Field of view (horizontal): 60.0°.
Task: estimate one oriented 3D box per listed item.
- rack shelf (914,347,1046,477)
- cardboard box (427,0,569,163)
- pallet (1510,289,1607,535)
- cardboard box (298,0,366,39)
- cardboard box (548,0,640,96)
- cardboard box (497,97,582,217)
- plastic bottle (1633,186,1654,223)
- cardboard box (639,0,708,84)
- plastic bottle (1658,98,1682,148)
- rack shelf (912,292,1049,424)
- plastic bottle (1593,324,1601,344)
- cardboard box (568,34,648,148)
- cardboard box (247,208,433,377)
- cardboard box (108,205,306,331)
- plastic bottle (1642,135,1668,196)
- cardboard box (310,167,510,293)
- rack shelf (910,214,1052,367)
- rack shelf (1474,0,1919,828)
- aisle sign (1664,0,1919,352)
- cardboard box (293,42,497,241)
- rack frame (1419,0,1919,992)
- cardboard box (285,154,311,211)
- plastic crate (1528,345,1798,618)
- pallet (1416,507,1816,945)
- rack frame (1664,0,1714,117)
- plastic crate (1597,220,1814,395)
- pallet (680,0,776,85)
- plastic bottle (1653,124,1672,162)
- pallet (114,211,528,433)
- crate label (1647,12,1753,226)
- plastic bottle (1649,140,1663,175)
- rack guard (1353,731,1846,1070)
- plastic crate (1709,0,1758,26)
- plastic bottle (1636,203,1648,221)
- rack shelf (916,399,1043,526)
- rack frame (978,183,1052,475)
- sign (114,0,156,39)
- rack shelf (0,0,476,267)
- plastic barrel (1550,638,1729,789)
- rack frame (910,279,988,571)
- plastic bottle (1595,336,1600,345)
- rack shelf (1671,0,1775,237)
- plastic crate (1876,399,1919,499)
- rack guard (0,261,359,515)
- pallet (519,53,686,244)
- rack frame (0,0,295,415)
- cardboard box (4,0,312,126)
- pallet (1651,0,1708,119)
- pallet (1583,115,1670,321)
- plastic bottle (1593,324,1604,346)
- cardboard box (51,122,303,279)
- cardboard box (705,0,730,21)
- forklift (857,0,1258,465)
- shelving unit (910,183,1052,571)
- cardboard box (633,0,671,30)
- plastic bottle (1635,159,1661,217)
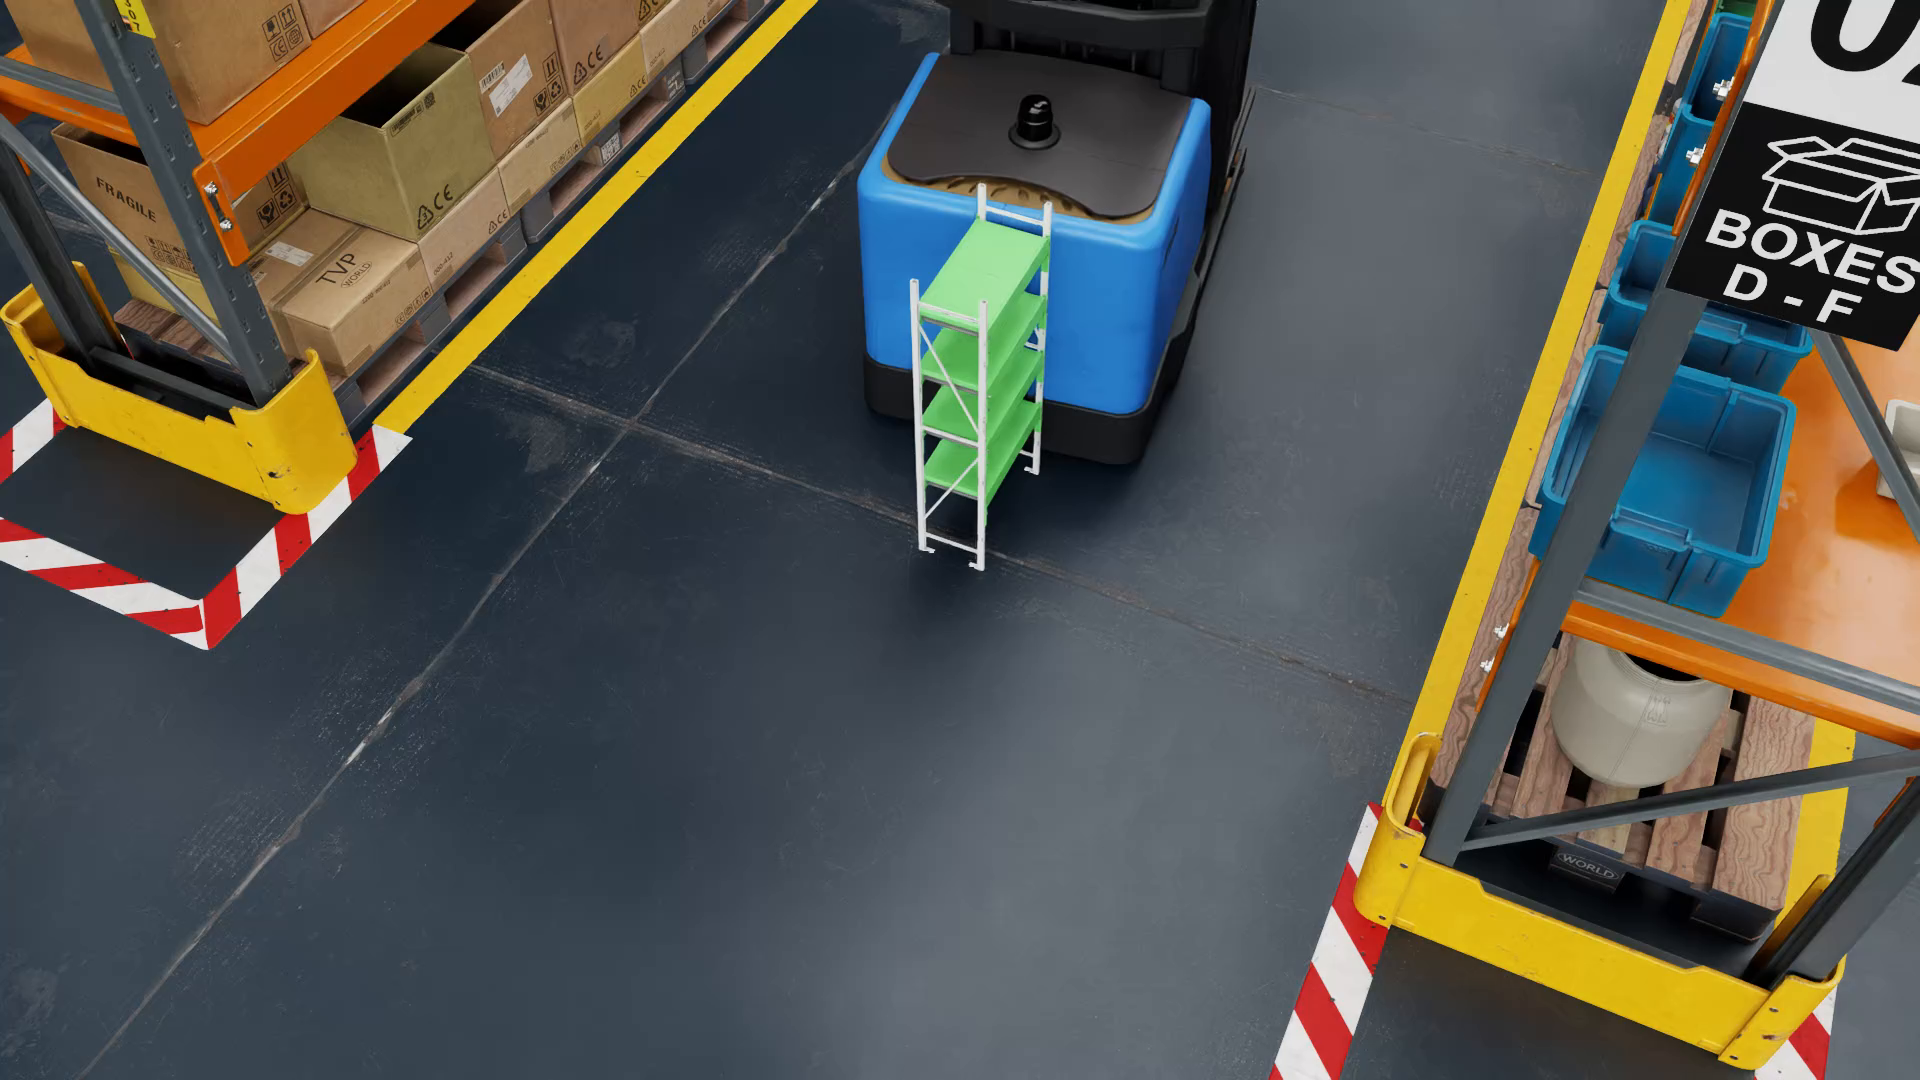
[{"bbox_3d":[0.070,-0.454,5.431,0.258,0.148,0.480,19,52,16],"label":"rack shelf"},{"bbox_3d":[-1.895,-1.847,6.390,0.500,0.500,0.500,20,52,16],"label":"cardboard box"},{"bbox_3d":[2.602,-0.313,5.878,1.003,0.211,1.213,20,52,16],"label":"pallet"},{"bbox_3d":[-2.308,-2.082,5.486,0.700,0.500,0.500,21,53,17],"label":"cardboard box"},{"bbox_3d":[-1.665,-2.186,6.678,0.500,0.500,0.500,20,52,16],"label":"cardboard box"},{"bbox_3d":[-1.884,-1.601,6.672,0.500,0.250,0.500,20,52,16],"label":"cardboard box"},{"bbox_3d":[2.646,-1.242,6.288,0.144,0.351,0.185,18,52,15],"label":"plastic bottle"},{"bbox_3d":[-1.453,-2.288,7.257,0.500,0.250,0.500,20,52,16],"label":"cardboard box"},{"bbox_3d":[2.914,-1.691,6.722,0.097,0.271,0.097,0,50,0],"label":"plastic bottle"},{"bbox_3d":[0.069,-0.610,5.249,0.258,0.148,0.480,19,52,16],"label":"rack shelf"},{"bbox_3d":[2.385,-0.822,5.930,0.144,0.351,0.185,22,53,18],"label":"plastic bottle"},{"bbox_3d":[-1.666,-1.943,6.964,0.500,0.250,0.500,20,52,16],"label":"cardboard box"},{"bbox_3d":[-2.309,-0.911,6.085,0.500,0.250,0.500,20,52,16],"label":"cardboard box"},{"bbox_3d":[-2.777,-1.079,6.229,0.500,0.250,0.500,20,52,16],"label":"cardboard box"},{"bbox_3d":[2.801,-1.461,6.523,0.152,0.276,0.135,22,53,17],"label":"plastic bottle"},{"bbox_3d":[-2.098,-1.256,6.379,0.500,0.250,0.500,20,52,16],"label":"cardboard box"},{"bbox_3d":[0.068,-0.766,5.066,0.258,0.148,0.480,19,52,16],"label":"rack shelf"},{"bbox_3d":[2.592,-0.899,5.018,1.077,0.370,4.000,20,52,16],"label":"rack shelf"},{"bbox_3d":[1.439,-0.644,2.622,0.394,0.787,0.004,20,52,16],"label":"aisle sign"},{"bbox_3d":[-2.097,-1.499,6.093,0.500,0.500,0.500,20,52,16],"label":"cardboard box"},{"bbox_3d":[1.738,0.245,3.572,1.000,3.000,0.127,20,52,16],"label":"rack frame"},{"bbox_3d":[-2.574,-1.428,6.525,0.500,0.250,0.500,20,52,16],"label":"cardboard box"},{"bbox_3d":[1.681,-0.149,4.004,0.499,0.251,0.616,20,52,16],"label":"plastic crate"},{"bbox_3d":[2.080,0.524,5.166,1.003,0.211,1.213,20,52,16],"label":"pallet"},{"bbox_3d":[3.447,-2.509,5.915,1.000,3.000,0.127,20,52,16],"label":"rack frame"},{"bbox_3d":[1.964,-0.594,4.383,0.499,0.251,0.408,20,52,16],"label":"plastic crate"},{"bbox_3d":[-1.408,-2.686,7.897,1.003,0.211,1.213,20,52,16],"label":"pallet"},{"bbox_3d":[2.871,-1.598,6.689,0.097,0.201,0.097,0,50,0],"label":"plastic bottle"},{"bbox_3d":[-2.450,-1.006,6.467,1.003,0.211,1.213,20,52,16],"label":"pallet"},{"bbox_3d":[2.280,-1.122,4.712,0.502,0.435,0.616,20,52,16],"label":"crate label"},{"bbox_3d":[2.828,-1.528,6.629,0.097,0.201,0.097,0,50,0],"label":"plastic bottle"},{"bbox_3d":[1.728,0.988,4.581,1.175,0.500,0.348,20,52,16],"label":"rack guard"},{"bbox_3d":[2.612,-1.598,5.279,0.450,0.188,0.662,20,52,16],"label":"plastic crate"},{"bbox_3d":[2.538,-1.120,6.229,0.061,0.283,0.133,22,53,18],"label":"plastic bottle"},{"bbox_3d":[0.071,-0.298,5.614,0.258,0.148,0.480,19,52,16],"label":"rack shelf"},{"bbox_3d":[0.170,-0.665,5.527,0.240,1.200,0.015,19,52,16],"label":"rack frame"},{"bbox_3d":[-2.240,-1.490,4.428,0.100,0.325,0.005,20,52,16],"label":"sign"},{"bbox_3d":[-1.885,-2.513,6.391,1.077,0.370,4.000,20,52,16],"label":"rack shelf"},{"bbox_3d":[1.950,0.437,4.766,0.421,0.512,0.421,0,50,0],"label":"plastic barrel"},{"bbox_3d":[-0.031,-0.326,5.238,0.240,1.200,0.015,19,52,16],"label":"rack frame"},{"bbox_3d":[2.259,-0.587,5.779,0.152,0.276,0.135,20,53,16],"label":"plastic bottle"},{"bbox_3d":[2.592,-1.871,3.875,1.077,0.370,4.000,20,52,16],"label":"rack shelf"},{"bbox_3d":[2.411,-0.181,4.107,0.298,0.136,0.250,20,52,16],"label":"plastic crate"},{"bbox_3d":[-2.749,-0.542,5.883,1.175,0.500,0.348,20,52,16],"label":"rack guard"},{"bbox_3d":[-1.928,-1.843,7.179,1.003,0.211,1.213,20,52,16],"label":"pallet"},{"bbox_3d":[-2.739,-1.369,4.945,1.000,3.000,0.127,20,52,16],"label":"rack frame"},{"bbox_3d":[-2.528,-1.719,5.177,0.700,0.500,0.500,20,52,16],"label":"cardboard box"},{"bbox_3d":[3.747,-2.159,7.448,1.003,0.211,1.213,20,52,16],"label":"pallet"},{"bbox_3d":[3.122,-1.157,6.596,1.003,0.211,1.213,20,52,16],"label":"pallet"},{"bbox_3d":[2.318,-0.682,5.860,0.152,0.276,0.135,18,52,15],"label":"plastic bottle"},{"bbox_3d":[-2.779,-1.323,5.944,0.500,0.500,0.500,20,52,16],"label":"cardboard box"},{"bbox_3d":[-1.253,-2.637,7.554,0.500,0.250,0.500,20,52,16],"label":"cardboard box"},{"bbox_3d":[0.570,-2.368,5.841,1.130,2.935,3.031,13,51,11],"label":"forklift"},{"bbox_3d":[0.070,-0.495,5.383,0.258,1.200,0.503,19,52,16],"label":"shelving unit"},{"bbox_3d":[-1.465,-2.535,6.975,0.500,0.500,0.500,20,52,16],"label":"cardboard box"},{"bbox_3d":[2.727,-1.372,6.399,0.144,0.351,0.185,21,53,17],"label":"plastic bottle"}]
